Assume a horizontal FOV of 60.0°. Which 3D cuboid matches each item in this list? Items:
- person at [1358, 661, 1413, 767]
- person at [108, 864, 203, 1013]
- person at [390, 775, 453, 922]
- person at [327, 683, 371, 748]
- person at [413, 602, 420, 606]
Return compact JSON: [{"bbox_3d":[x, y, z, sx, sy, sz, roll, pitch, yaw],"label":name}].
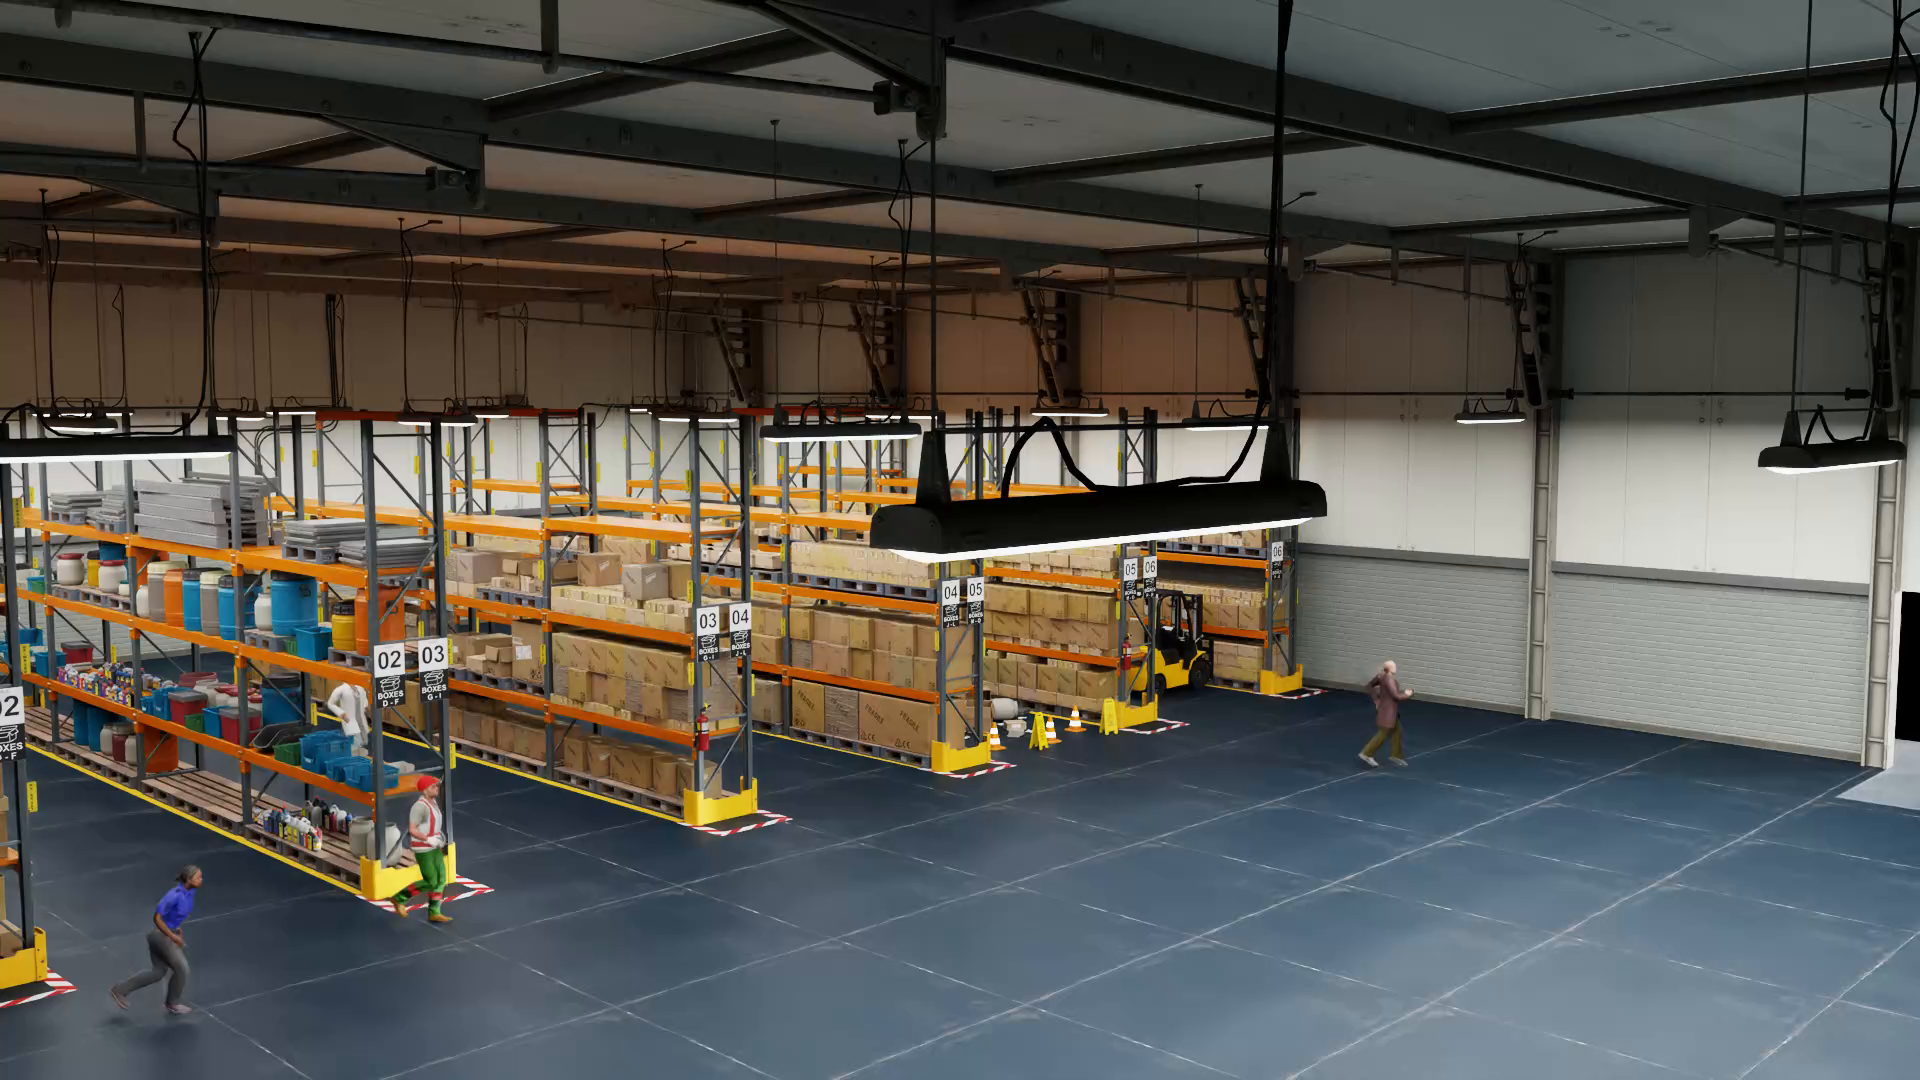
[{"bbox_3d":[7.178,2.950,28.051,0.898,1.846,0.705,0,5,3],"label":"person"},{"bbox_3d":[-8.183,4.093,16.954,0.915,1.568,0.563,-1,5,-9],"label":"person"},{"bbox_3d":[-6.435,3.699,19.936,0.686,1.774,0.692,0,5,0],"label":"person"},{"bbox_3d":[-10.136,3.013,27.679,0.826,1.735,0.715,3,6,32],"label":"person"},{"bbox_3d":[-12.334,2.207,37.627,0.647,1.654,0.821,-2,5,-21],"label":"person"}]
